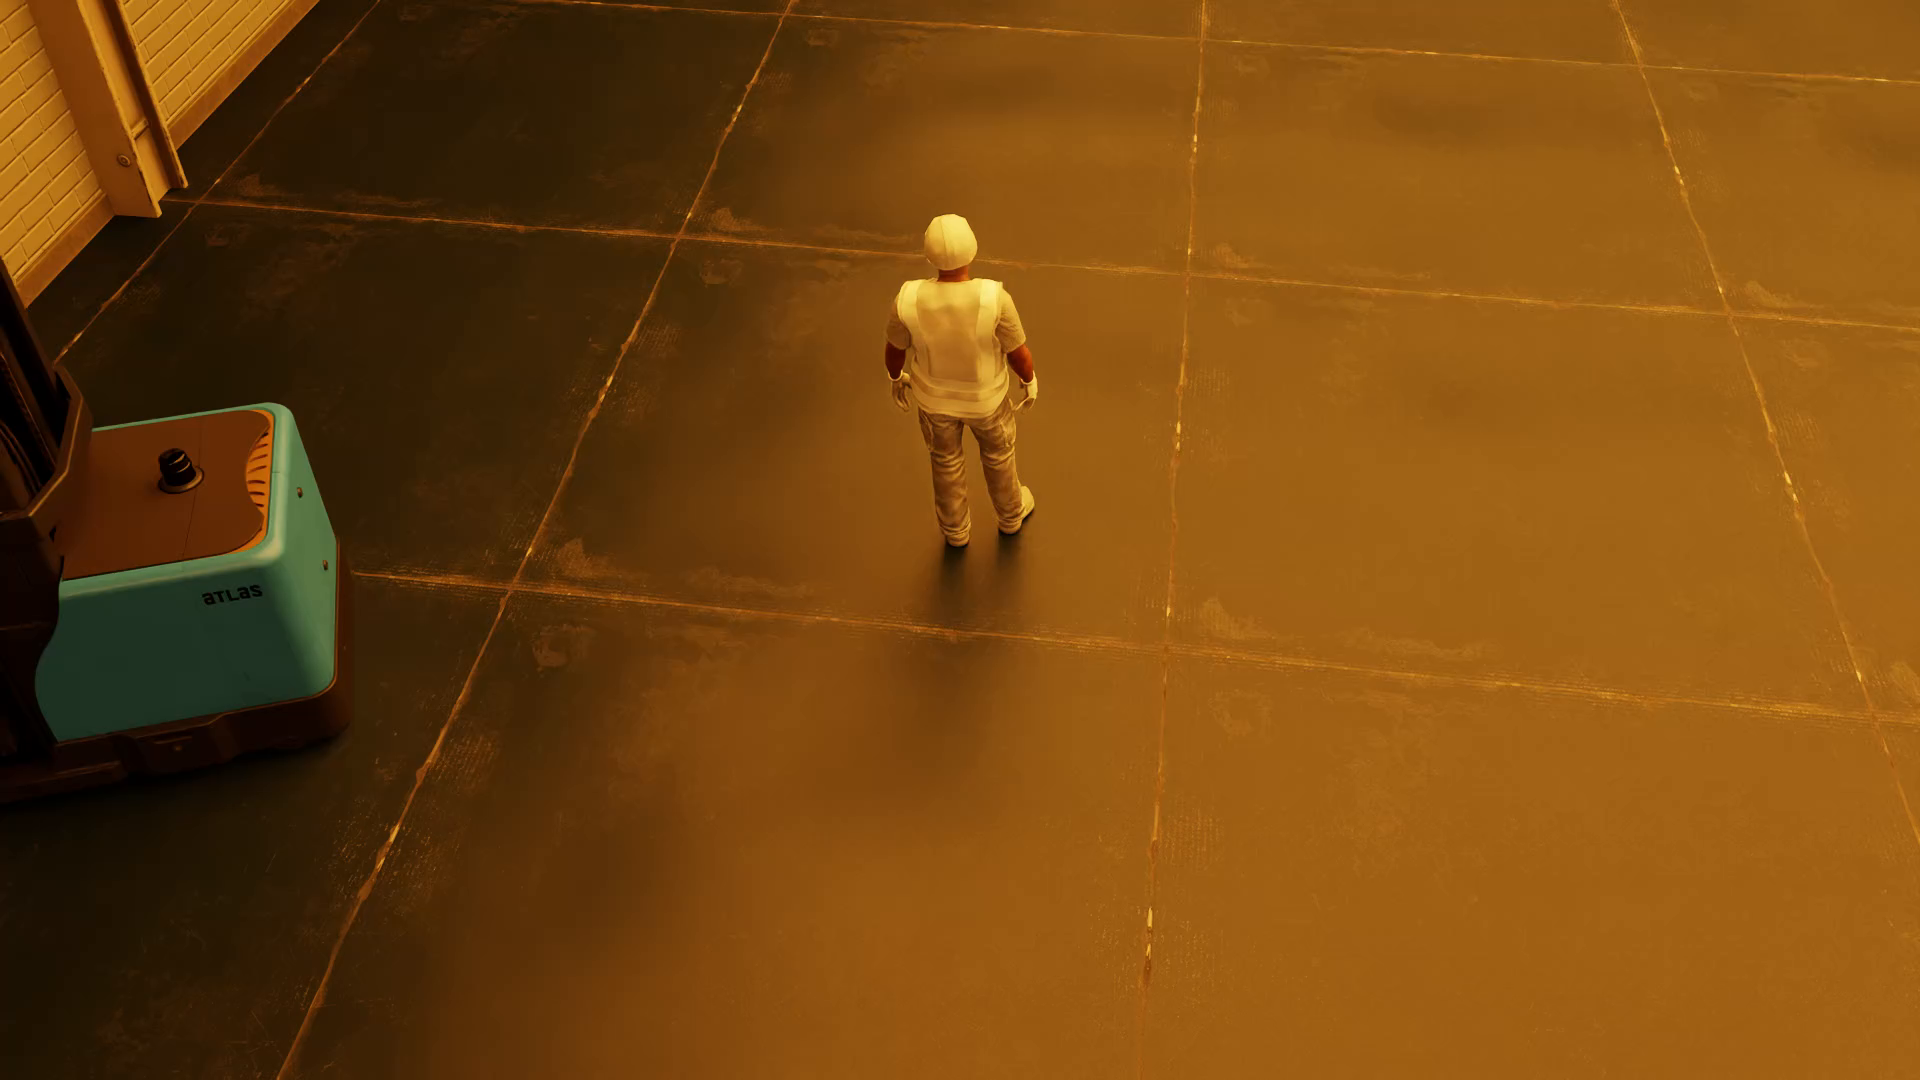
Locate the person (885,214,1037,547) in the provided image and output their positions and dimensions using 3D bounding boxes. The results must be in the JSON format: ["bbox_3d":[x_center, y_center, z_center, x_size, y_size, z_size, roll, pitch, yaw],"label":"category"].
[{"bbox_3d":[0.017,-0.710,7.335,0.656,1.784,0.575,5,43,6],"label":"person"}]

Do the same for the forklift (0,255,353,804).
[{"bbox_3d":[-4.130,-0.310,6.061,3.031,2.935,1.130,-10,44,-11],"label":"forklift"}]
